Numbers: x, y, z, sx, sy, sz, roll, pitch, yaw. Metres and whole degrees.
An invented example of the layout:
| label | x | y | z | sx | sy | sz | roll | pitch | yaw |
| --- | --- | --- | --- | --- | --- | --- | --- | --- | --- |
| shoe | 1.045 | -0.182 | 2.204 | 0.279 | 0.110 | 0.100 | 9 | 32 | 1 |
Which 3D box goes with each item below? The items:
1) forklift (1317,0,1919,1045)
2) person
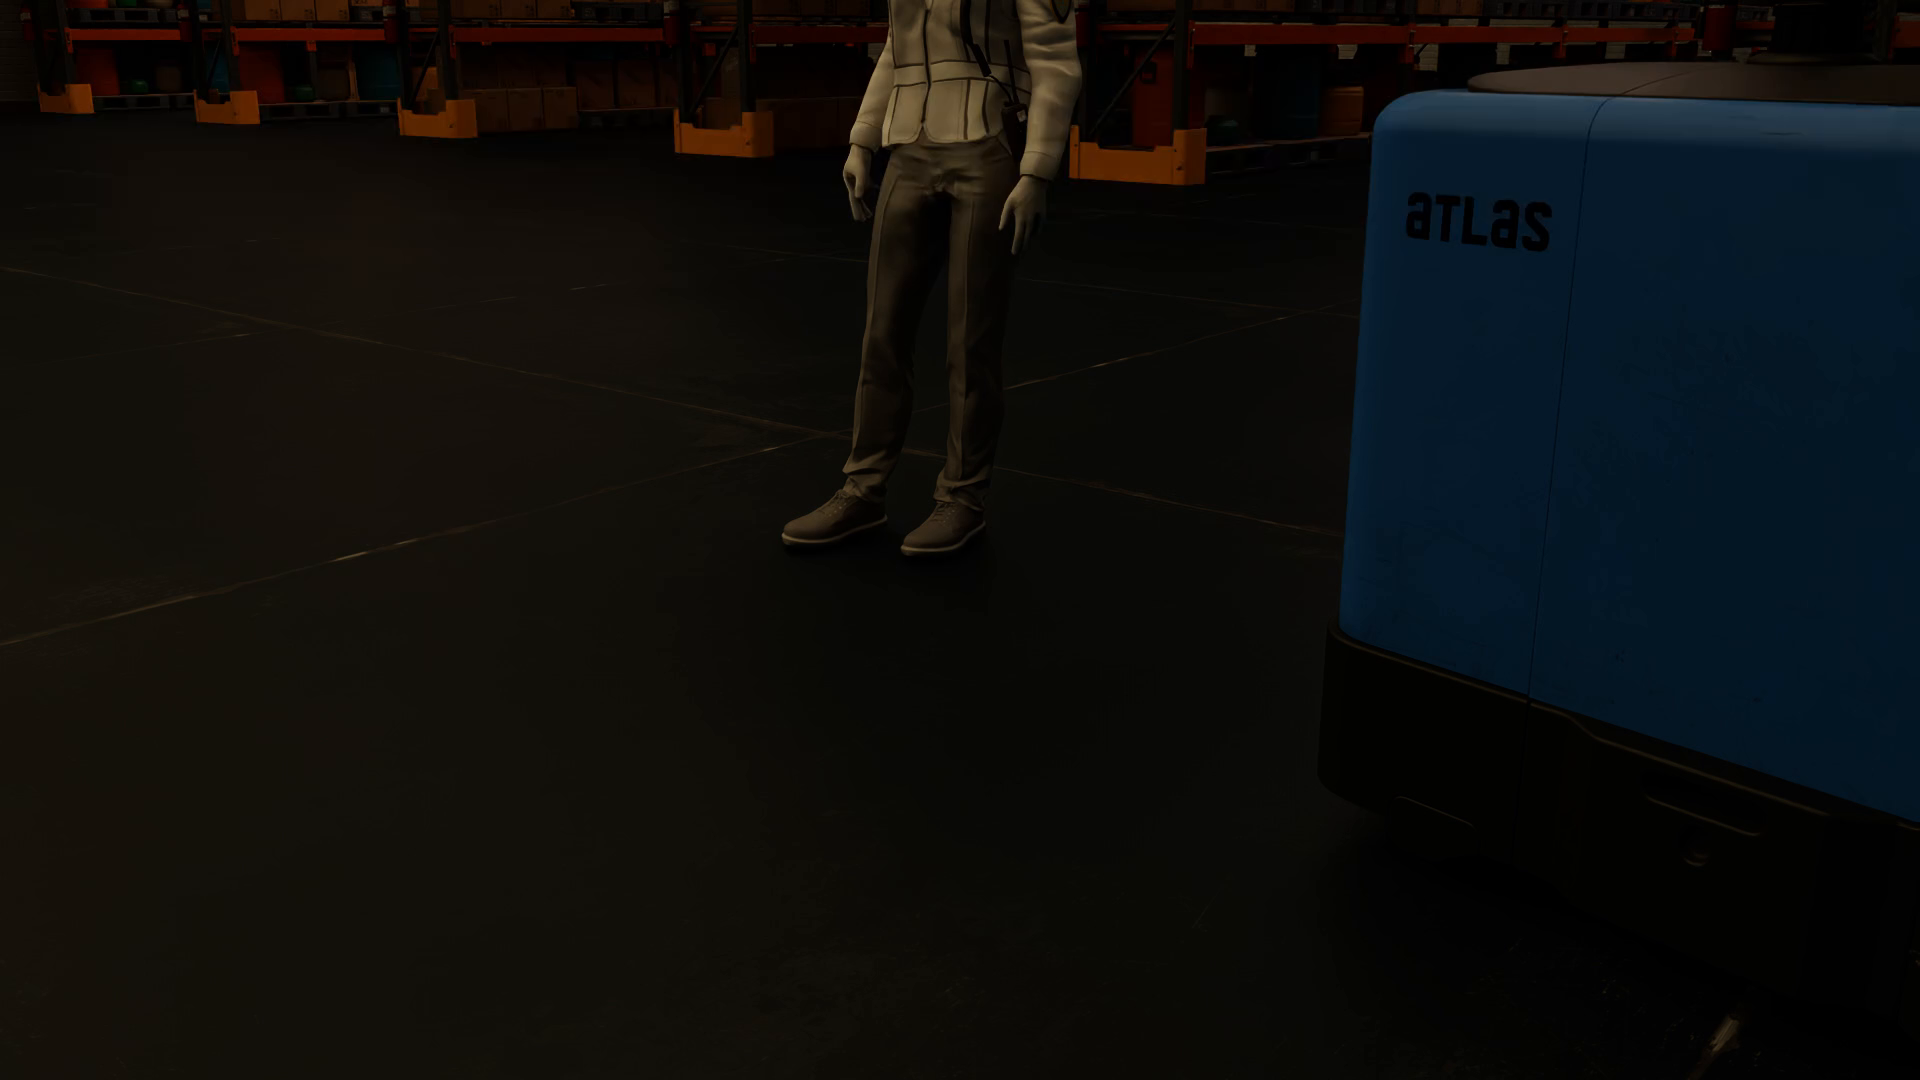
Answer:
| label | x | y | z | sx | sy | sz | roll | pitch | yaw |
| --- | --- | --- | --- | --- | --- | --- | --- | --- | --- |
| forklift | 1.878 | -0.740 | 1.335 | 1.130 | 2.935 | 3.031 | -14 | 22 | -38 |
| person | -0.049 | -0.804 | 3.647 | 0.586 | 1.694 | 0.532 | 13 | 21 | 37 |
